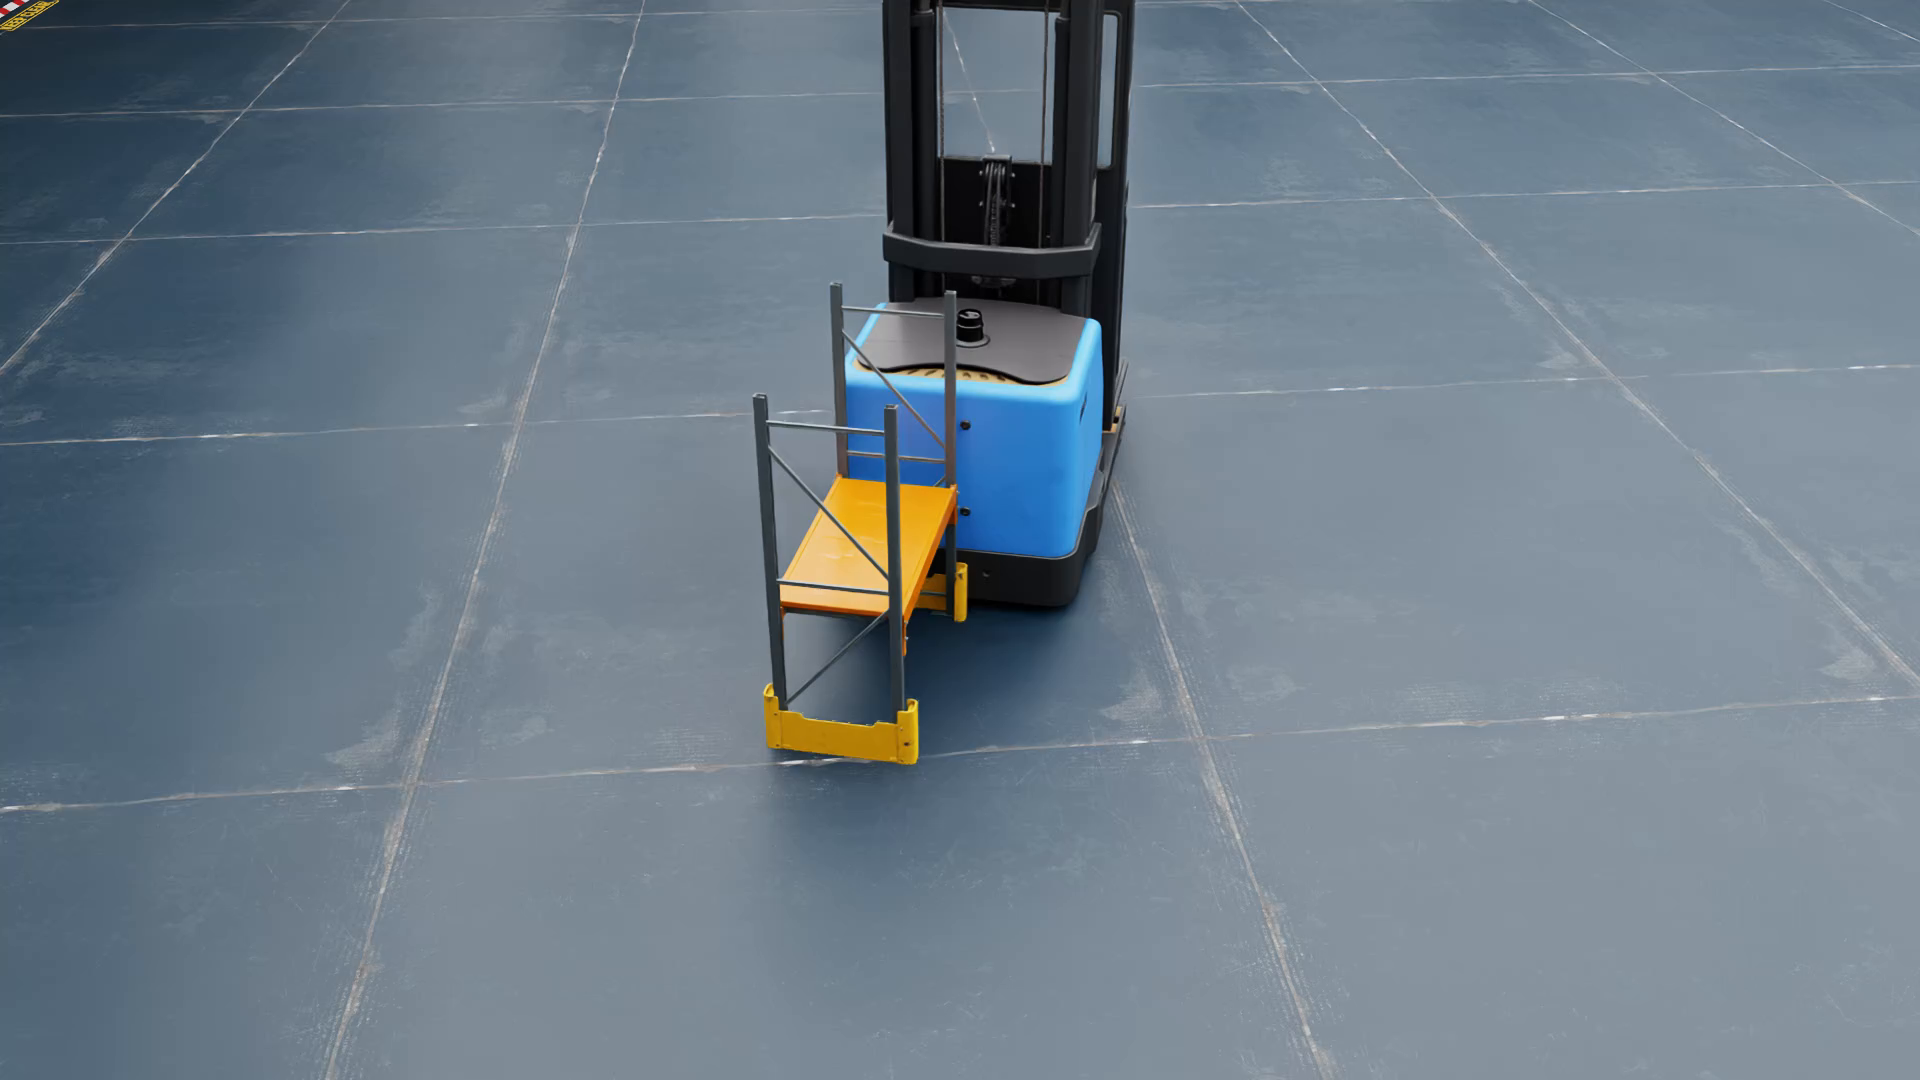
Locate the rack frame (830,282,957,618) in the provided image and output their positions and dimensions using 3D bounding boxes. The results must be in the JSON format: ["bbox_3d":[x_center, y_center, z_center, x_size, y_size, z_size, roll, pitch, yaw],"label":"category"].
[{"bbox_3d":[-0.261,-0.337,6.852,0.500,1.500,0.032,6,31,9],"label":"rack frame"}]

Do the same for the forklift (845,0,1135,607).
[{"bbox_3d":[0.253,-1.714,7.762,1.130,2.935,3.031,6,31,9],"label":"forklift"}]

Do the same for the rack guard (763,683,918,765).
[{"bbox_3d":[-0.452,0.701,6.332,0.587,0.250,0.087,6,31,9],"label":"rack guard"}]

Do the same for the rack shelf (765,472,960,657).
[{"bbox_3d":[-0.358,0.073,6.516,0.538,0.185,1.000,6,31,9],"label":"rack shelf"}]

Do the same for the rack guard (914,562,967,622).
[{"bbox_3d":[-0.261,0.200,7.171,0.587,0.250,0.087,6,31,9],"label":"rack guard"}]

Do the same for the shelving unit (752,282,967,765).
[{"bbox_3d":[-0.357,-0.086,6.431,0.587,1.500,1.083,6,31,9],"label":"shelving unit"}]

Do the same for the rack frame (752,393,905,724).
[{"bbox_3d":[-0.456,0.175,5.995,0.500,1.500,0.032,6,31,9],"label":"rack frame"}]
